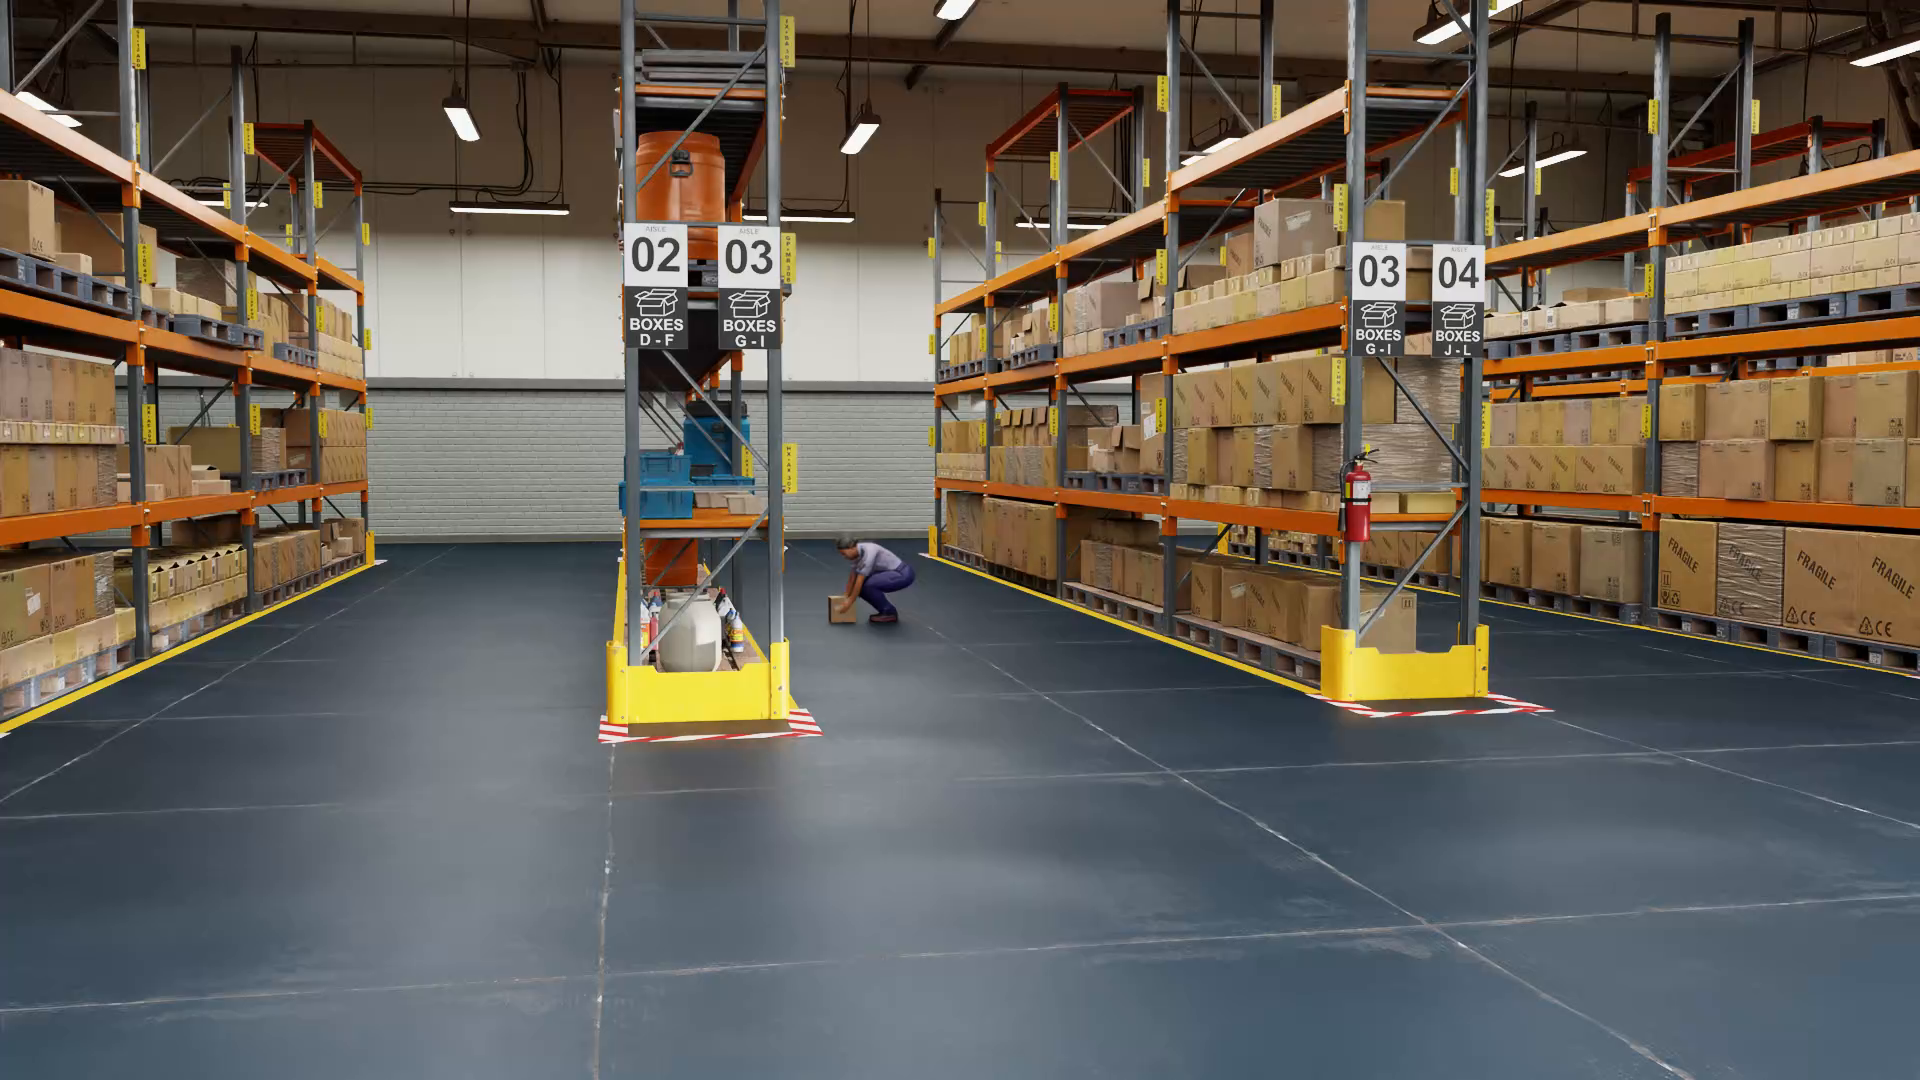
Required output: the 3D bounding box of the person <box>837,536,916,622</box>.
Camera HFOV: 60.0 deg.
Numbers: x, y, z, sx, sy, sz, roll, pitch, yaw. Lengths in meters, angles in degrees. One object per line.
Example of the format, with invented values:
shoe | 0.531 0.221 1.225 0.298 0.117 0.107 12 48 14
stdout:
person | -0.871 0.395 17.115 0.826 0.885 0.524 -1 3 -12
